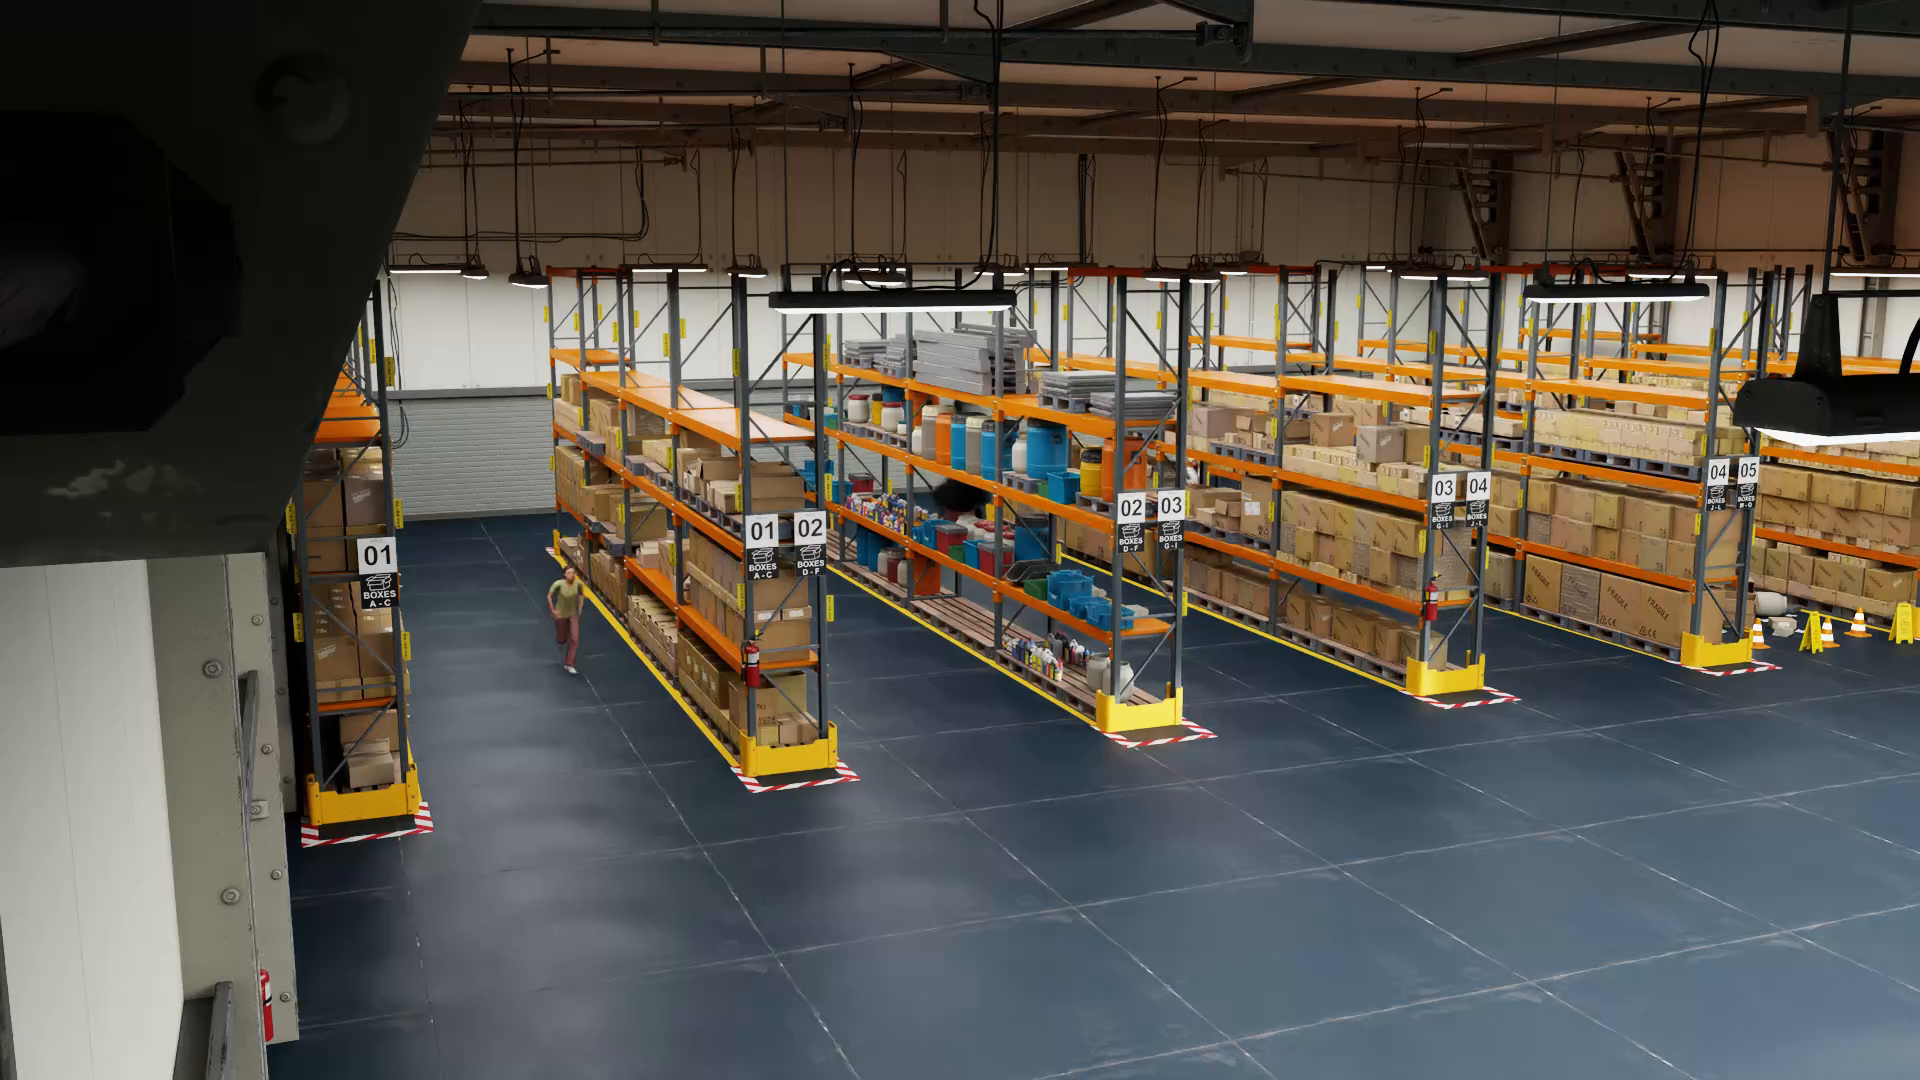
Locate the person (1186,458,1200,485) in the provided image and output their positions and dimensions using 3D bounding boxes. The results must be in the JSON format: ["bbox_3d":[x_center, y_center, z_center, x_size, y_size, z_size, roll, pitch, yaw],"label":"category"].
[{"bbox_3d":[5.253,-1.038,37.473,0.668,1.791,0.968,-4,11,-19],"label":"person"}]

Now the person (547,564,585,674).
[{"bbox_3d":[-6.014,1.165,25.416,0.588,1.652,0.885,-5,11,-27],"label":"person"}]

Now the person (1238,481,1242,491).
[{"bbox_3d":[7.159,-1.564,41.003,0.531,1.571,0.656,8,13,40],"label":"person"}]
